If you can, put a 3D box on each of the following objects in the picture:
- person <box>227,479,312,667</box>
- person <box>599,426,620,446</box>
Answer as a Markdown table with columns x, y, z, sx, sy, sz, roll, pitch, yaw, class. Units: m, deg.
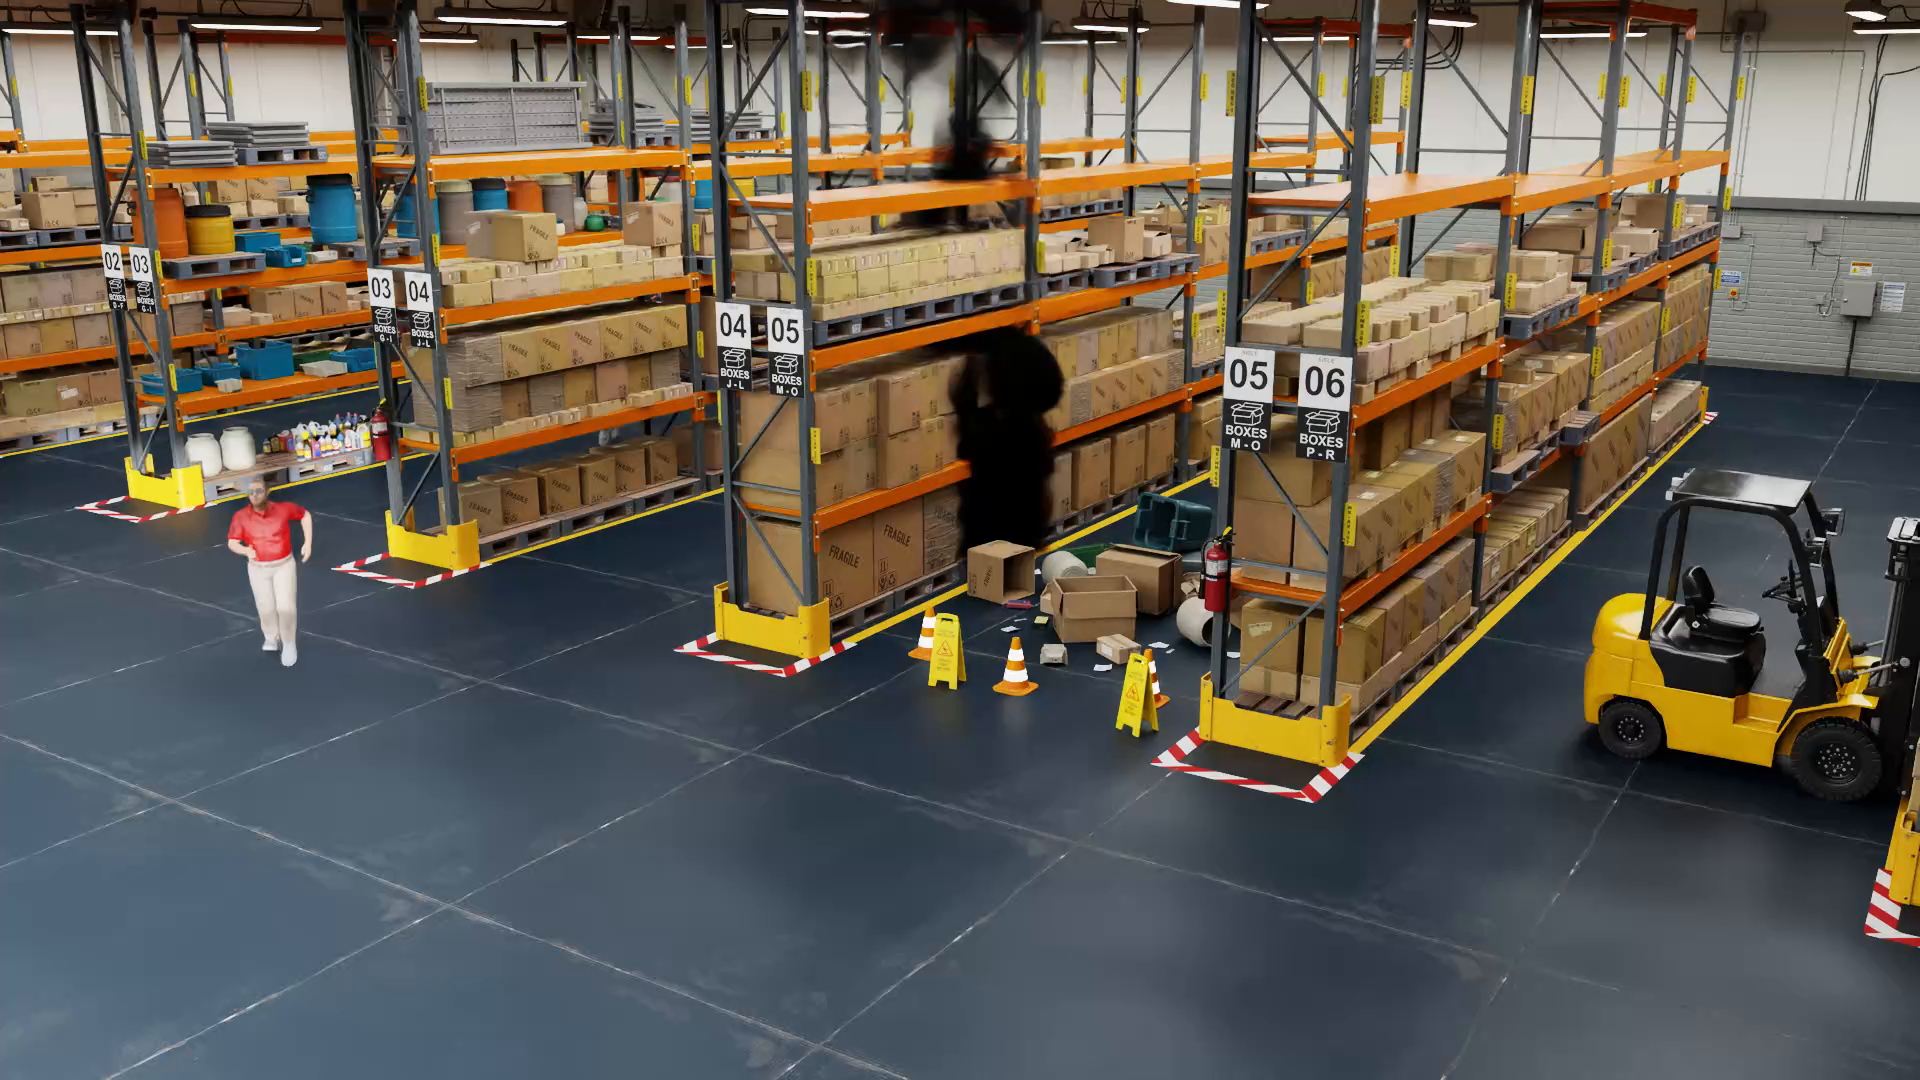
| x | y | z | sx | sy | sz | roll | pitch | yaw | class |
| --- | --- | --- | --- | --- | --- | --- | --- | --- | --- |
| -6.193 | 0.289 | 15.000 | 0.681 | 1.742 | 0.881 | -4 | 16 | -14 | person |
| -5.050 | -2.161 | 23.702 | 0.647 | 1.768 | 0.943 | 5 | 16 | 17 | person |
